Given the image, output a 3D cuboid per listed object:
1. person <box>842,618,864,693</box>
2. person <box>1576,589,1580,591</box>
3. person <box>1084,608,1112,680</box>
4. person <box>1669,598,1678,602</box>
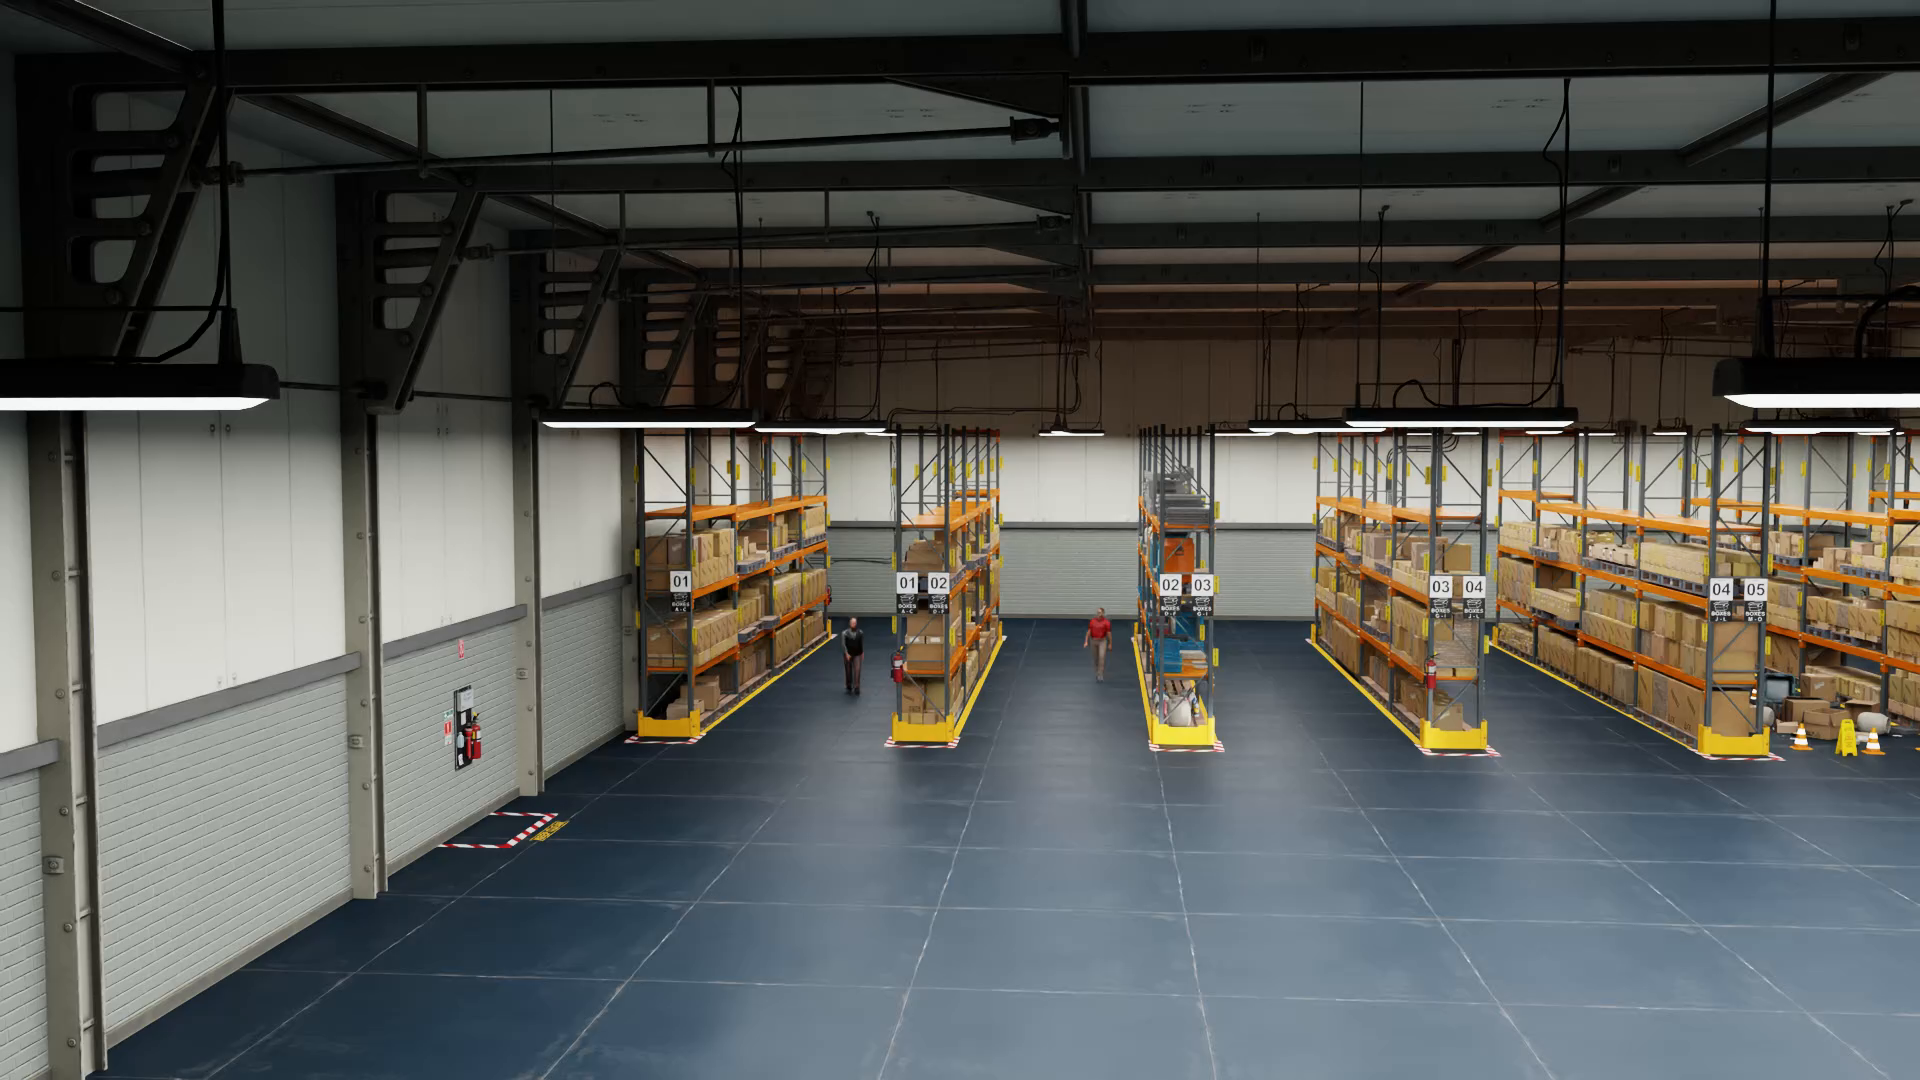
[{"bbox_3d":[-2.397,2.595,37.441,0.537,1.658,1.015,-1,4,-11],"label":"person"},{"bbox_3d":[17.013,2.139,45.827,0.491,1.592,0.411,1,4,13],"label":"person"},{"bbox_3d":[3.273,2.457,39.544,0.627,1.660,1.007,1,4,21],"label":"person"},{"bbox_3d":[20.291,1.988,46.980,1.004,1.753,0.559,0,3,2],"label":"person"}]
